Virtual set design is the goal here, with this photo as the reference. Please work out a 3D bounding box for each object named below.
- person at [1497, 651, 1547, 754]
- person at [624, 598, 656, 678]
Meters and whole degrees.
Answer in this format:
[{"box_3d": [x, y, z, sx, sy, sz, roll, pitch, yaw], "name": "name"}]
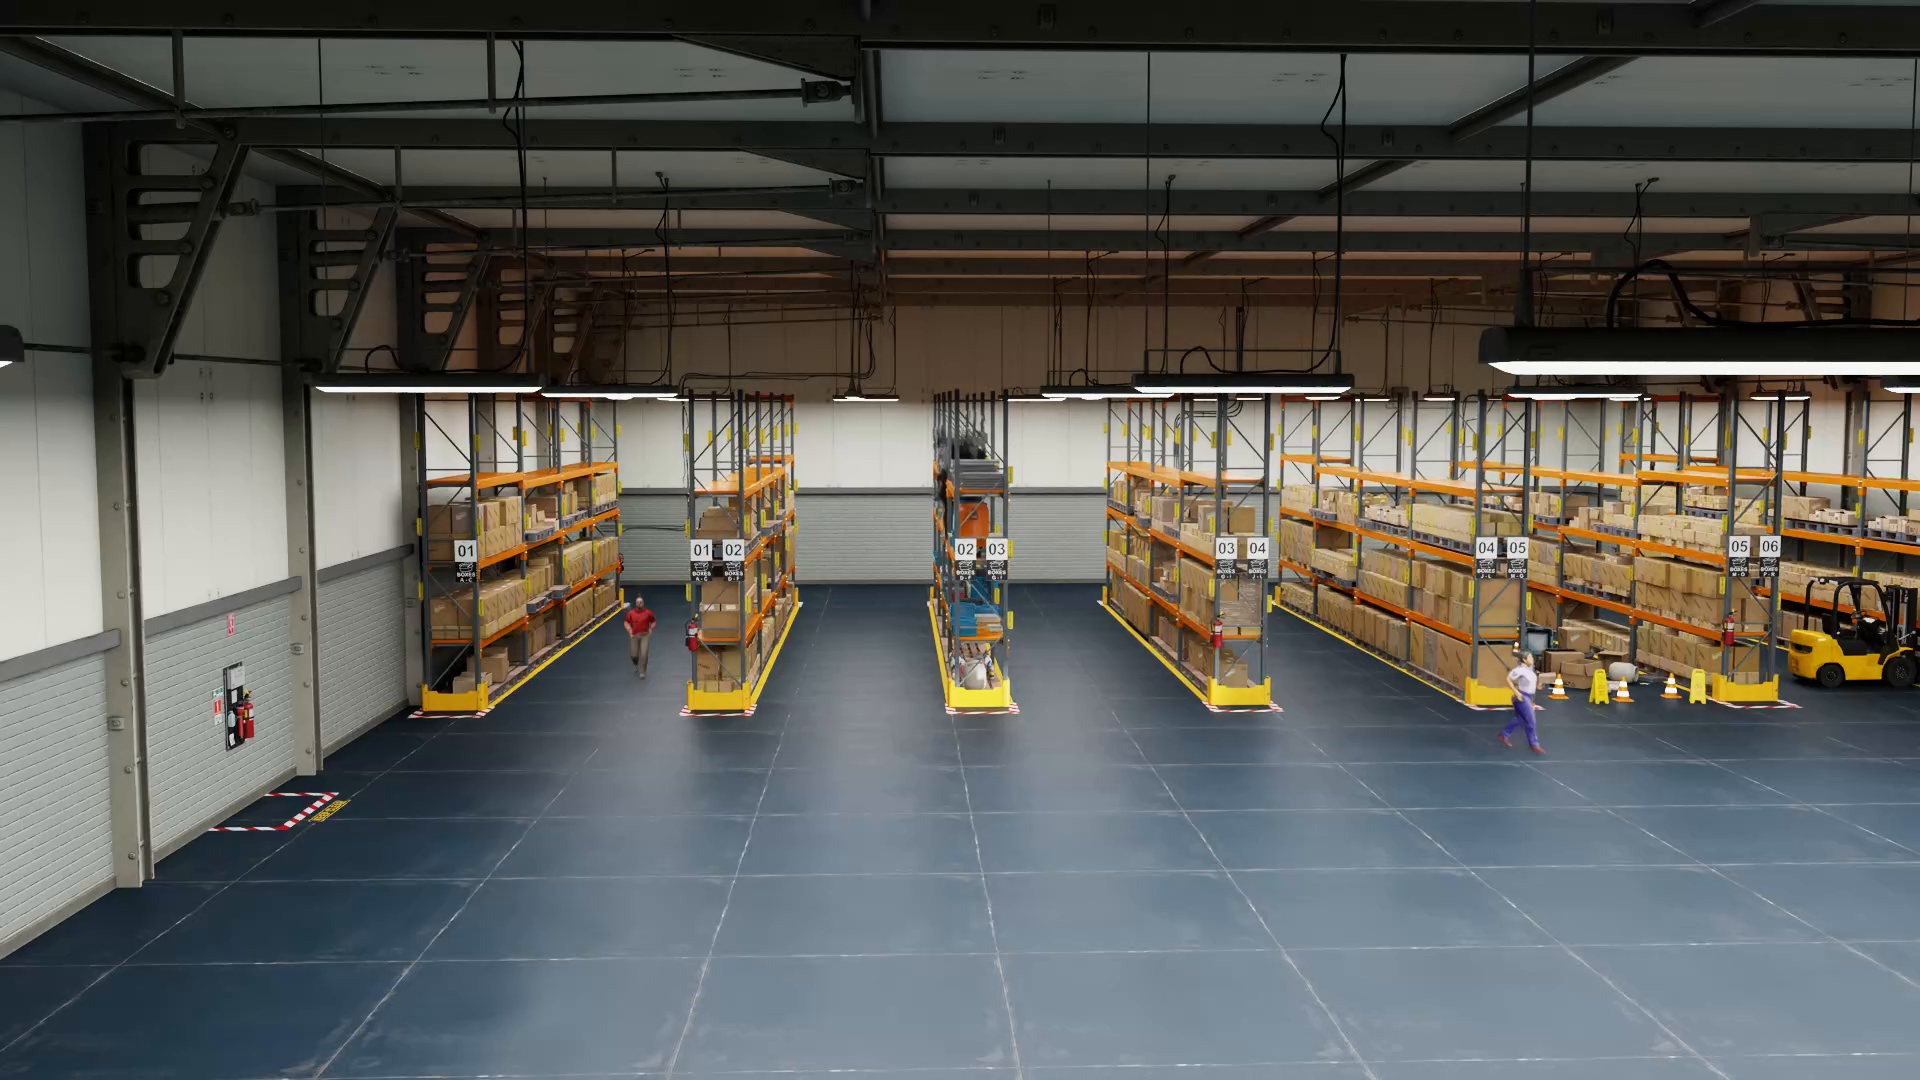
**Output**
[{"box_3d": [9.288, 2.657, 27.429, 0.866, 1.641, 0.615, 3, 6, 34], "name": "person"}, {"box_3d": [-6.698, 2.042, 34.855, 0.661, 1.673, 0.627, -1, 5, -9], "name": "person"}]
